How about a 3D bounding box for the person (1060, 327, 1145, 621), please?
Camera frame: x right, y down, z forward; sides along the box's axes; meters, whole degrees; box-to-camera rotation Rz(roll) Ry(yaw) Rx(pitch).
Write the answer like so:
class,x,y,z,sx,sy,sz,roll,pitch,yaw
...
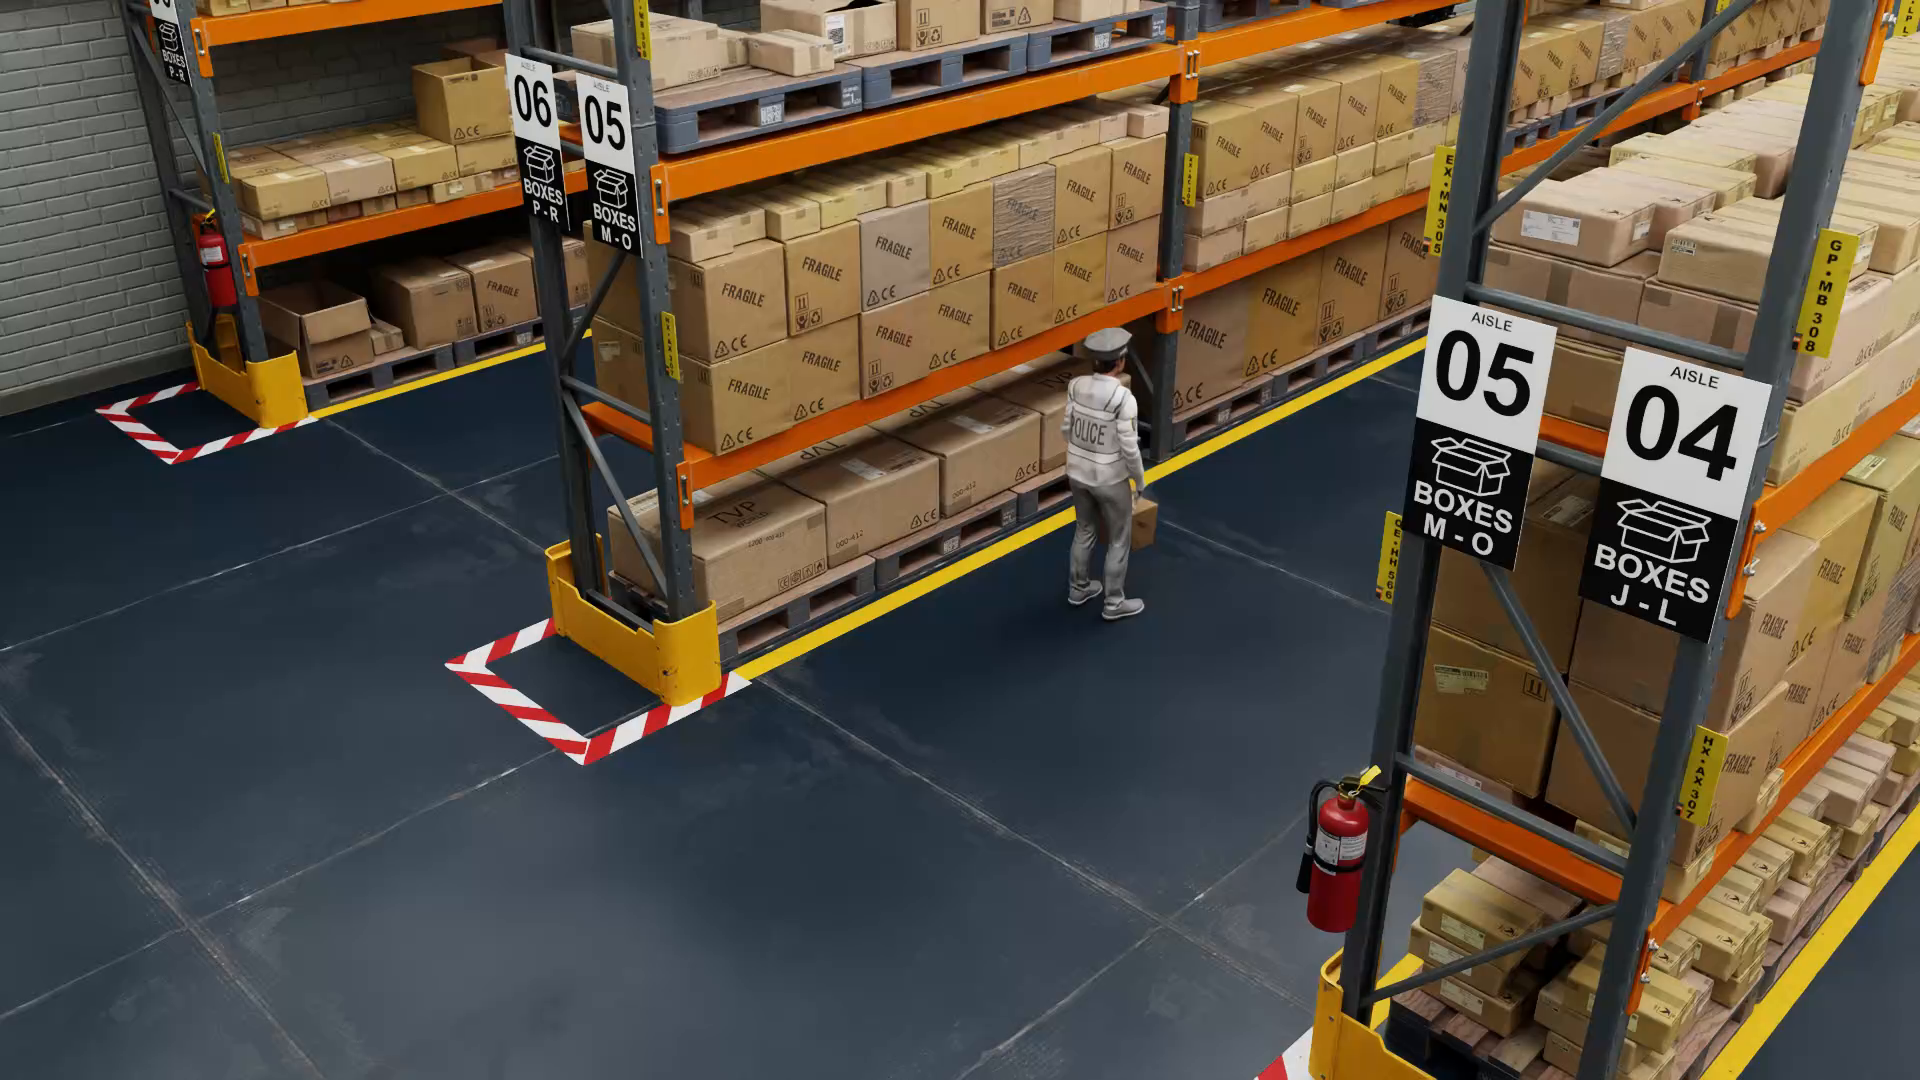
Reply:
class,x,y,z,sx,sy,sz,roll,pitch,yaw
person,0.789,-0.357,9.282,0.509,1.671,0.359,24,36,37
